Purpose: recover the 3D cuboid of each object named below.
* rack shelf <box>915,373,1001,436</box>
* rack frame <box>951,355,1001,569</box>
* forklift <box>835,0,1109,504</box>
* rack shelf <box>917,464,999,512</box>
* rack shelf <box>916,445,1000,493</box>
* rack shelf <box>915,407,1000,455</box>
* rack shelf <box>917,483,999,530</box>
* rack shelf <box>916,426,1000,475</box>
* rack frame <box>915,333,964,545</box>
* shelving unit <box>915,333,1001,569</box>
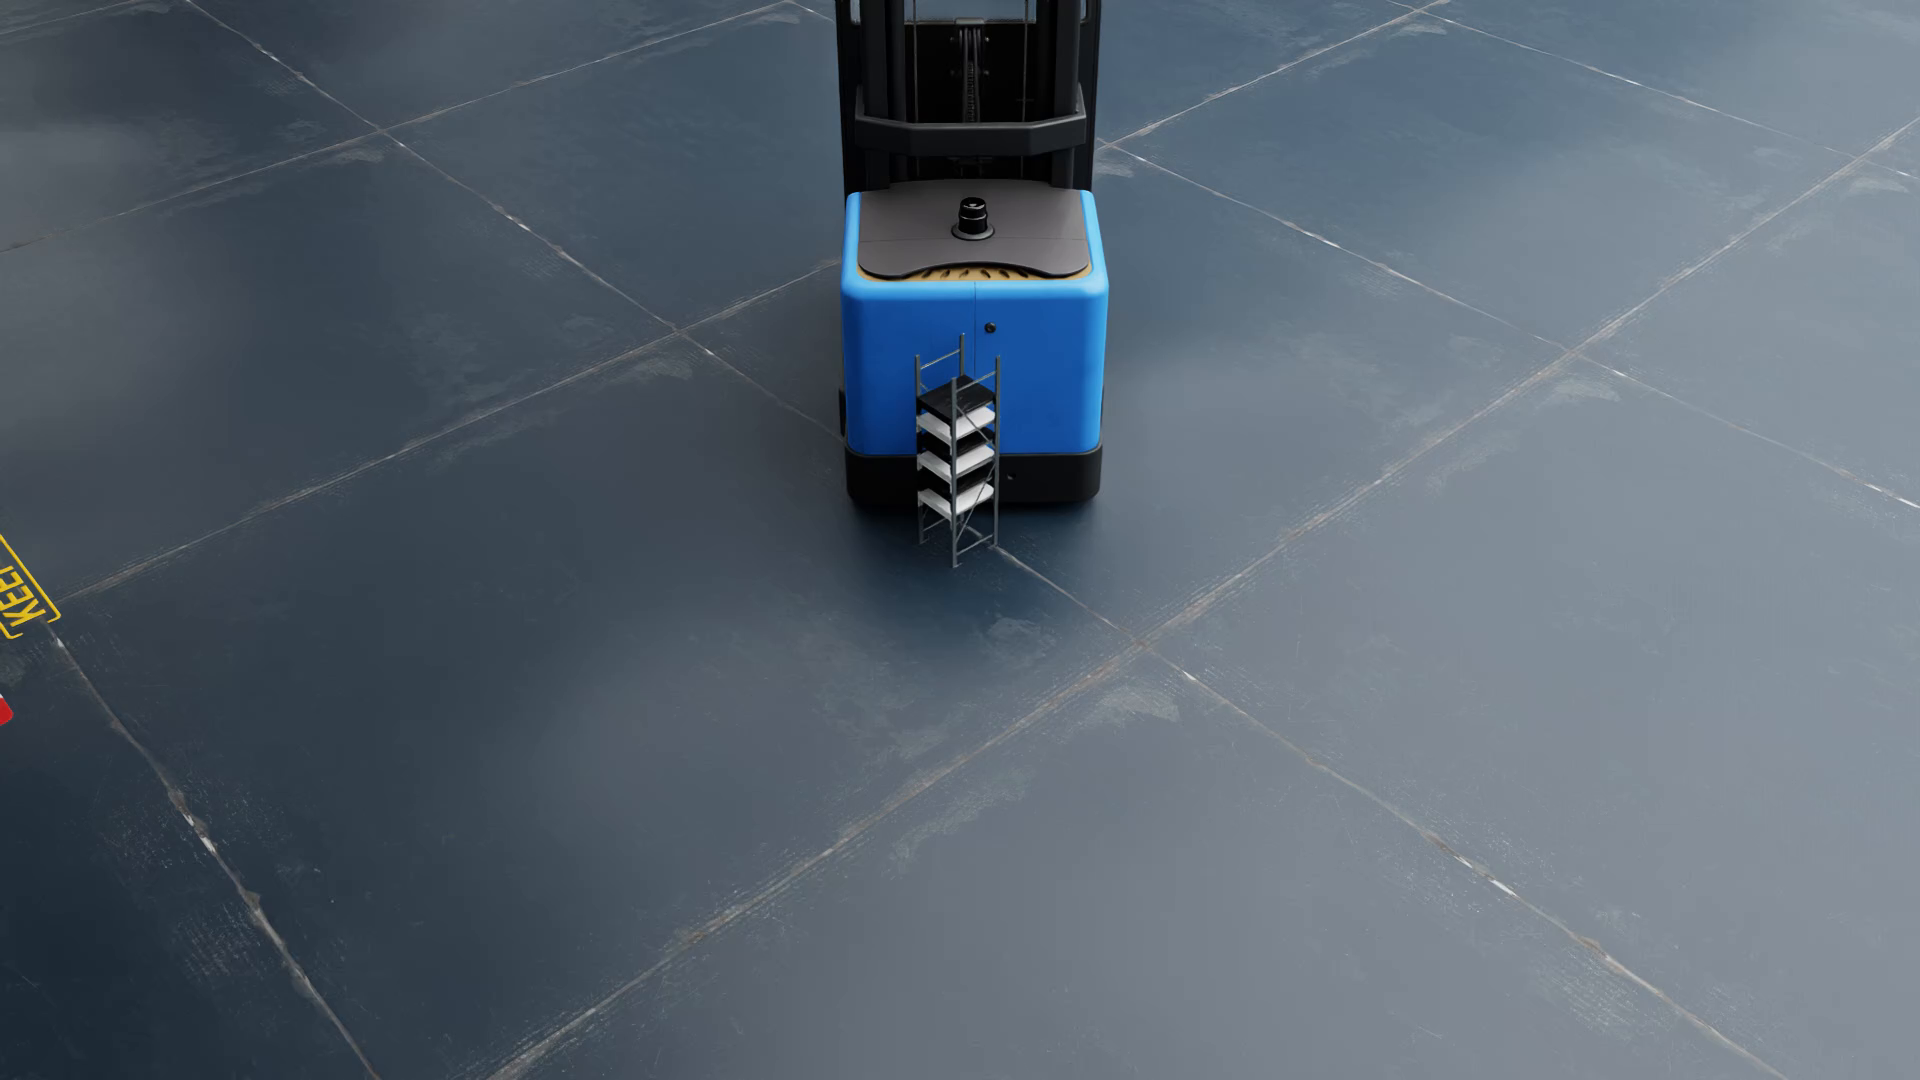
[{"bbox_3d":[-0.008,-0.516,6.296,0.258,0.077,0.200,-29,47,-31],"label":"rack shelf"},{"bbox_3d":[0.059,-0.284,6.385,0.240,0.900,0.006,-29,47,-31],"label":"rack frame"},{"bbox_3d":[0.029,-2.186,7.124,1.130,2.935,3.031,-1,39,-1],"label":"forklift"},{"bbox_3d":[-0.008,-0.236,6.522,0.258,0.077,0.200,-29,47,-31],"label":"rack shelf"},{"bbox_3d":[-0.008,-0.306,6.466,0.258,0.077,0.200,-29,47,-31],"label":"rack shelf"},{"bbox_3d":[-0.008,-0.446,6.352,0.258,0.077,0.200,-29,47,-31],"label":"rack shelf"},{"bbox_3d":[-0.008,-0.166,6.579,0.258,0.077,0.200,-29,47,-31],"label":"rack shelf"},{"bbox_3d":[-0.008,-0.376,6.409,0.258,0.077,0.200,-29,47,-31],"label":"rack shelf"},{"bbox_3d":[-0.075,-0.380,6.504,0.240,0.900,0.006,-29,47,-31],"label":"rack frame"},{"bbox_3d":[-0.008,-0.332,6.445,0.258,0.900,0.210,-29,47,-31],"label":"shelving unit"}]
